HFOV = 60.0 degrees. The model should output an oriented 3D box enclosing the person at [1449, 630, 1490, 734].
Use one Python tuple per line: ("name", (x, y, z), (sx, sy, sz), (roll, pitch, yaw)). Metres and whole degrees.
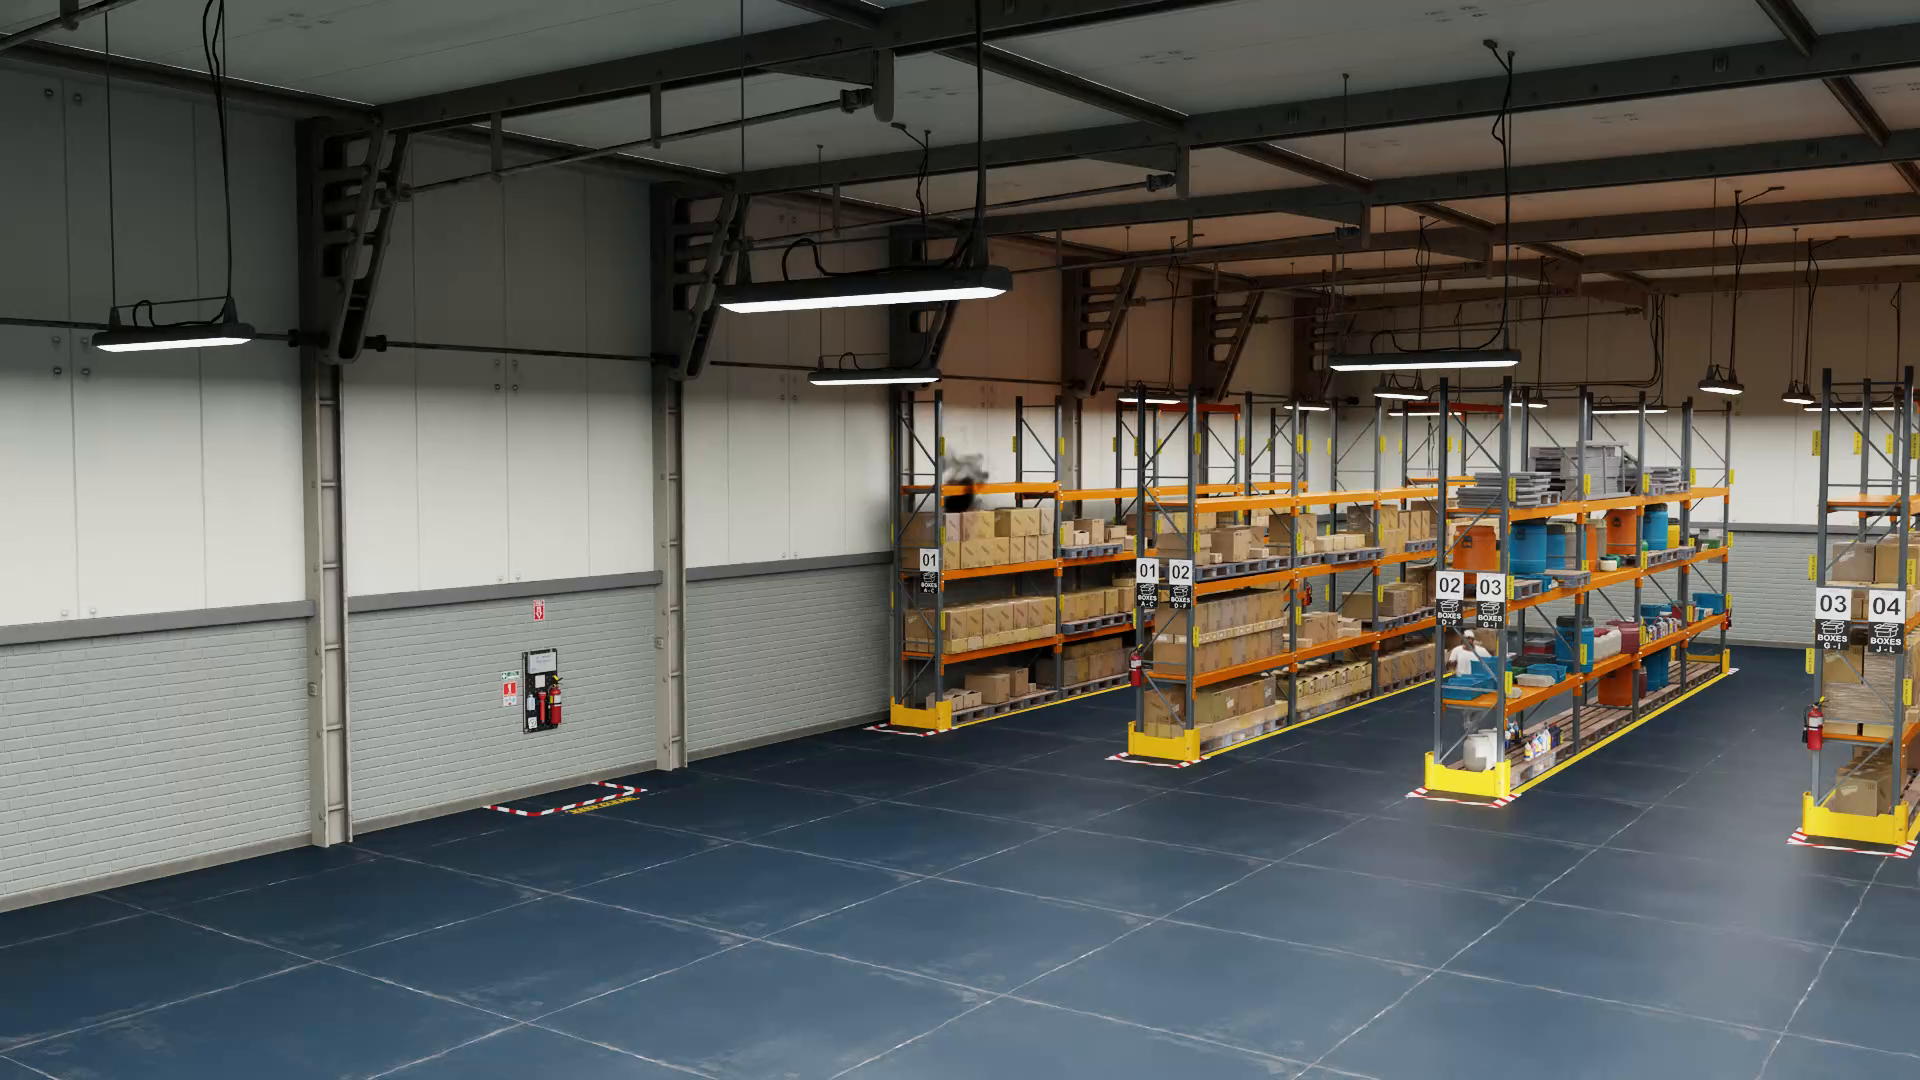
("person", (8.895, 2.485, 29.142), (0.673, 1.812, 0.706), (2, 4, 32))
